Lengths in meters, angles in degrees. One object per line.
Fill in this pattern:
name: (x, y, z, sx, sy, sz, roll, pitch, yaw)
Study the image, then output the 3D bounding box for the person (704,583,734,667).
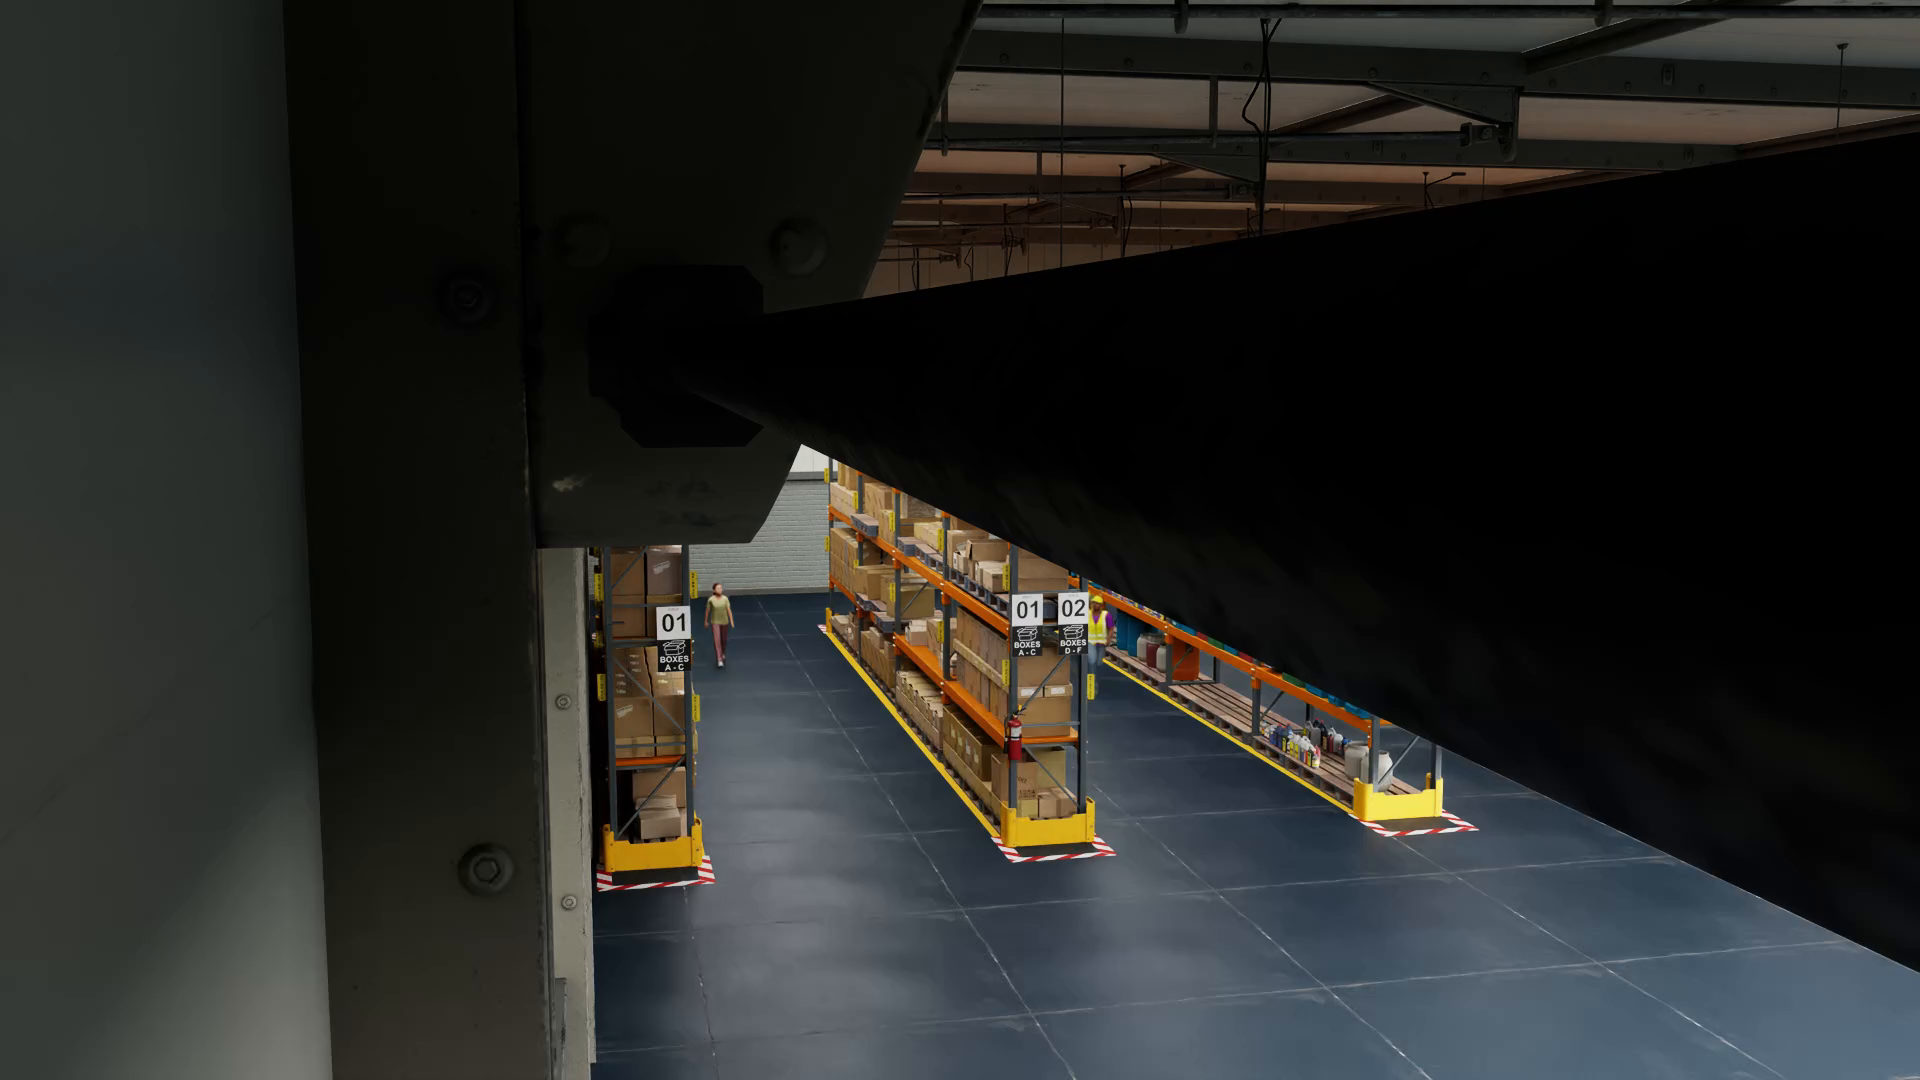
person: (-4.747, 1.643, 32.766, 0.550, 1.621, 1.064, -2, 7, -17)

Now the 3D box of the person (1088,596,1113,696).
person: (2.492, 1.899, 30.306, 0.602, 1.768, 0.953, -1, 7, -11)
